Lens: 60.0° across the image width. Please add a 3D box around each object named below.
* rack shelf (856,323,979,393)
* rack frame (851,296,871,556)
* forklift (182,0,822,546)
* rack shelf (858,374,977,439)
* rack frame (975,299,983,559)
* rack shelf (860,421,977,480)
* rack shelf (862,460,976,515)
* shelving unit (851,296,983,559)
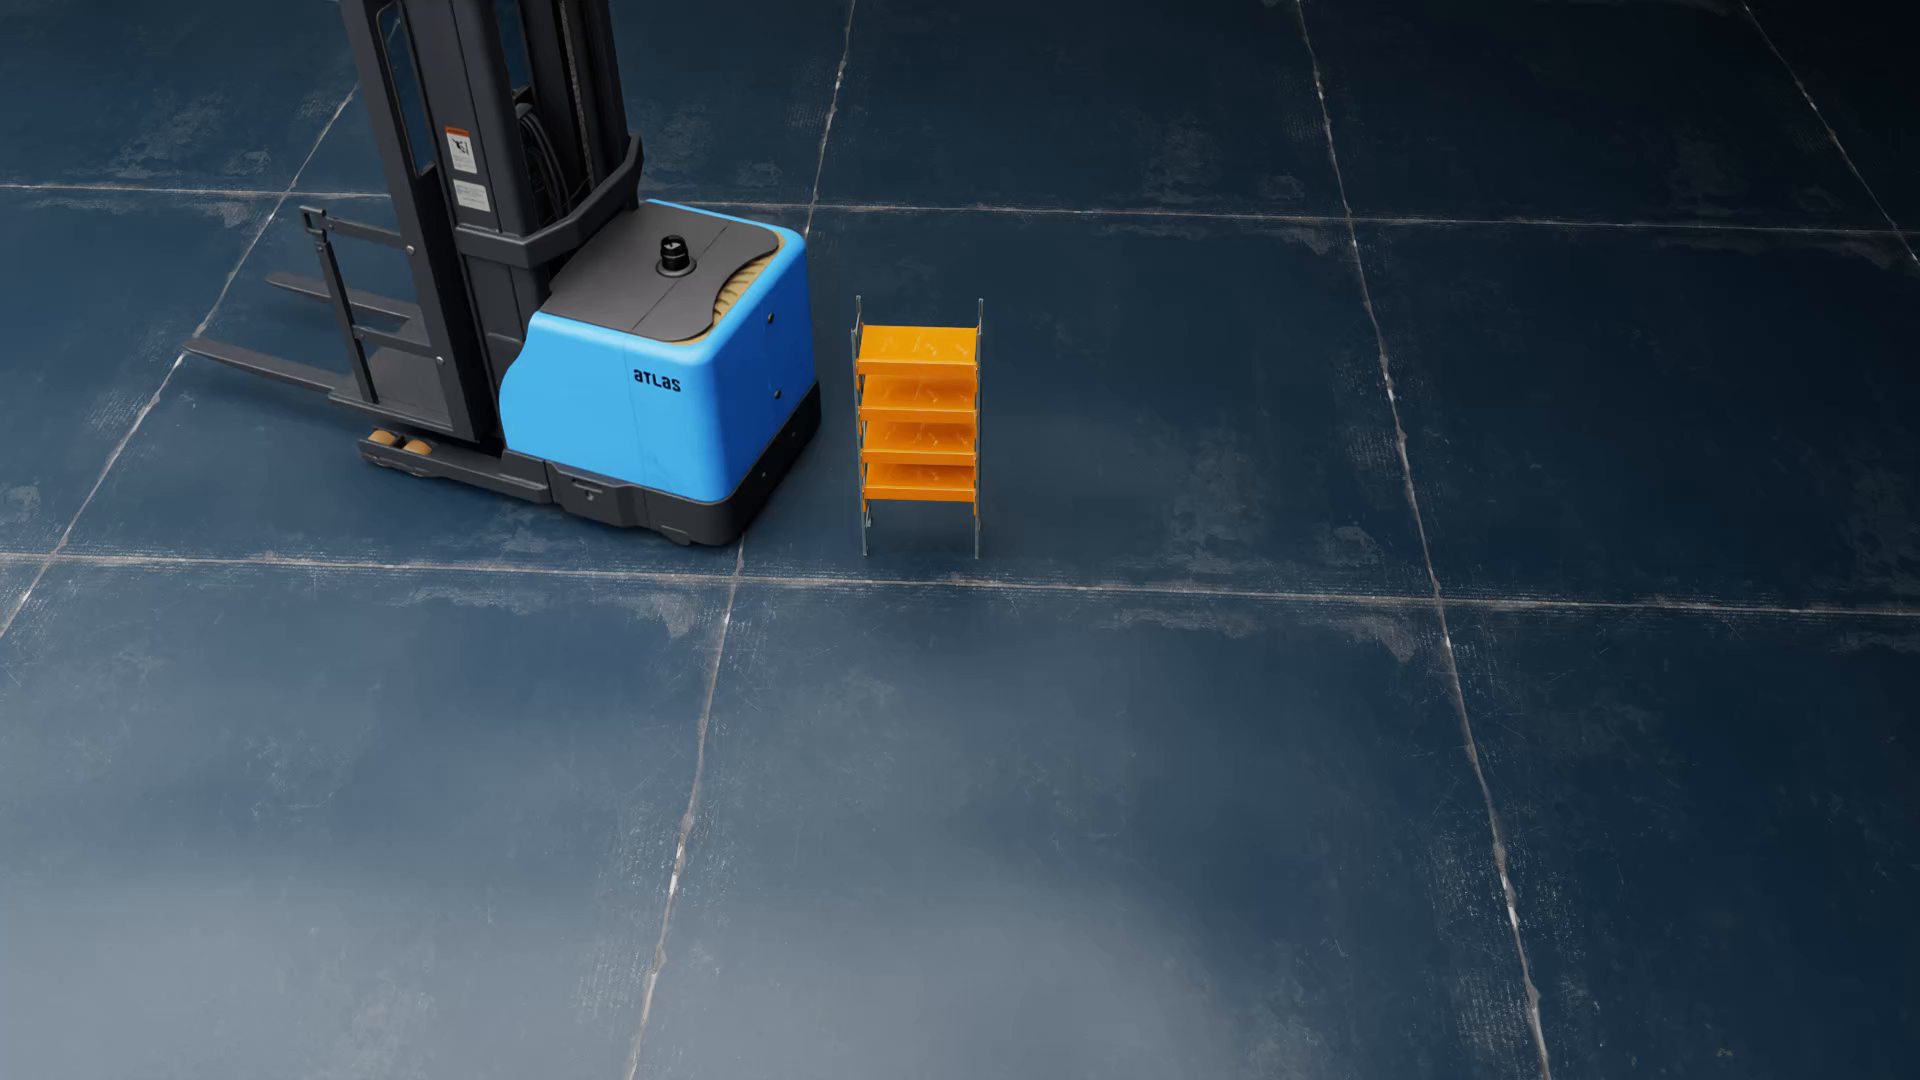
[{"bbox_3d":[-0.165,-0.732,6.664,0.480,0.148,0.258,2,43,2],"label":"rack shelf"},{"bbox_3d":[-0.409,-0.452,6.940,0.015,1.200,0.240,2,43,2],"label":"rack frame"},{"bbox_3d":[-2.223,-1.684,6.992,3.031,2.935,1.130,15,45,15],"label":"forklift"},{"bbox_3d":[-0.165,-0.559,6.825,0.480,0.148,0.258,2,43,2],"label":"rack shelf"},{"bbox_3d":[0.078,-0.437,6.924,0.015,1.200,0.240,2,43,2],"label":"rack frame"},{"bbox_3d":[-0.165,-0.395,6.978,0.480,0.148,0.258,2,43,2],"label":"rack shelf"},{"bbox_3d":[-0.165,-0.250,7.113,0.480,0.148,0.258,2,43,2],"label":"rack shelf"},{"bbox_3d":[-0.165,-0.444,6.932,0.503,1.200,0.258,2,43,2],"label":"shelving unit"}]
